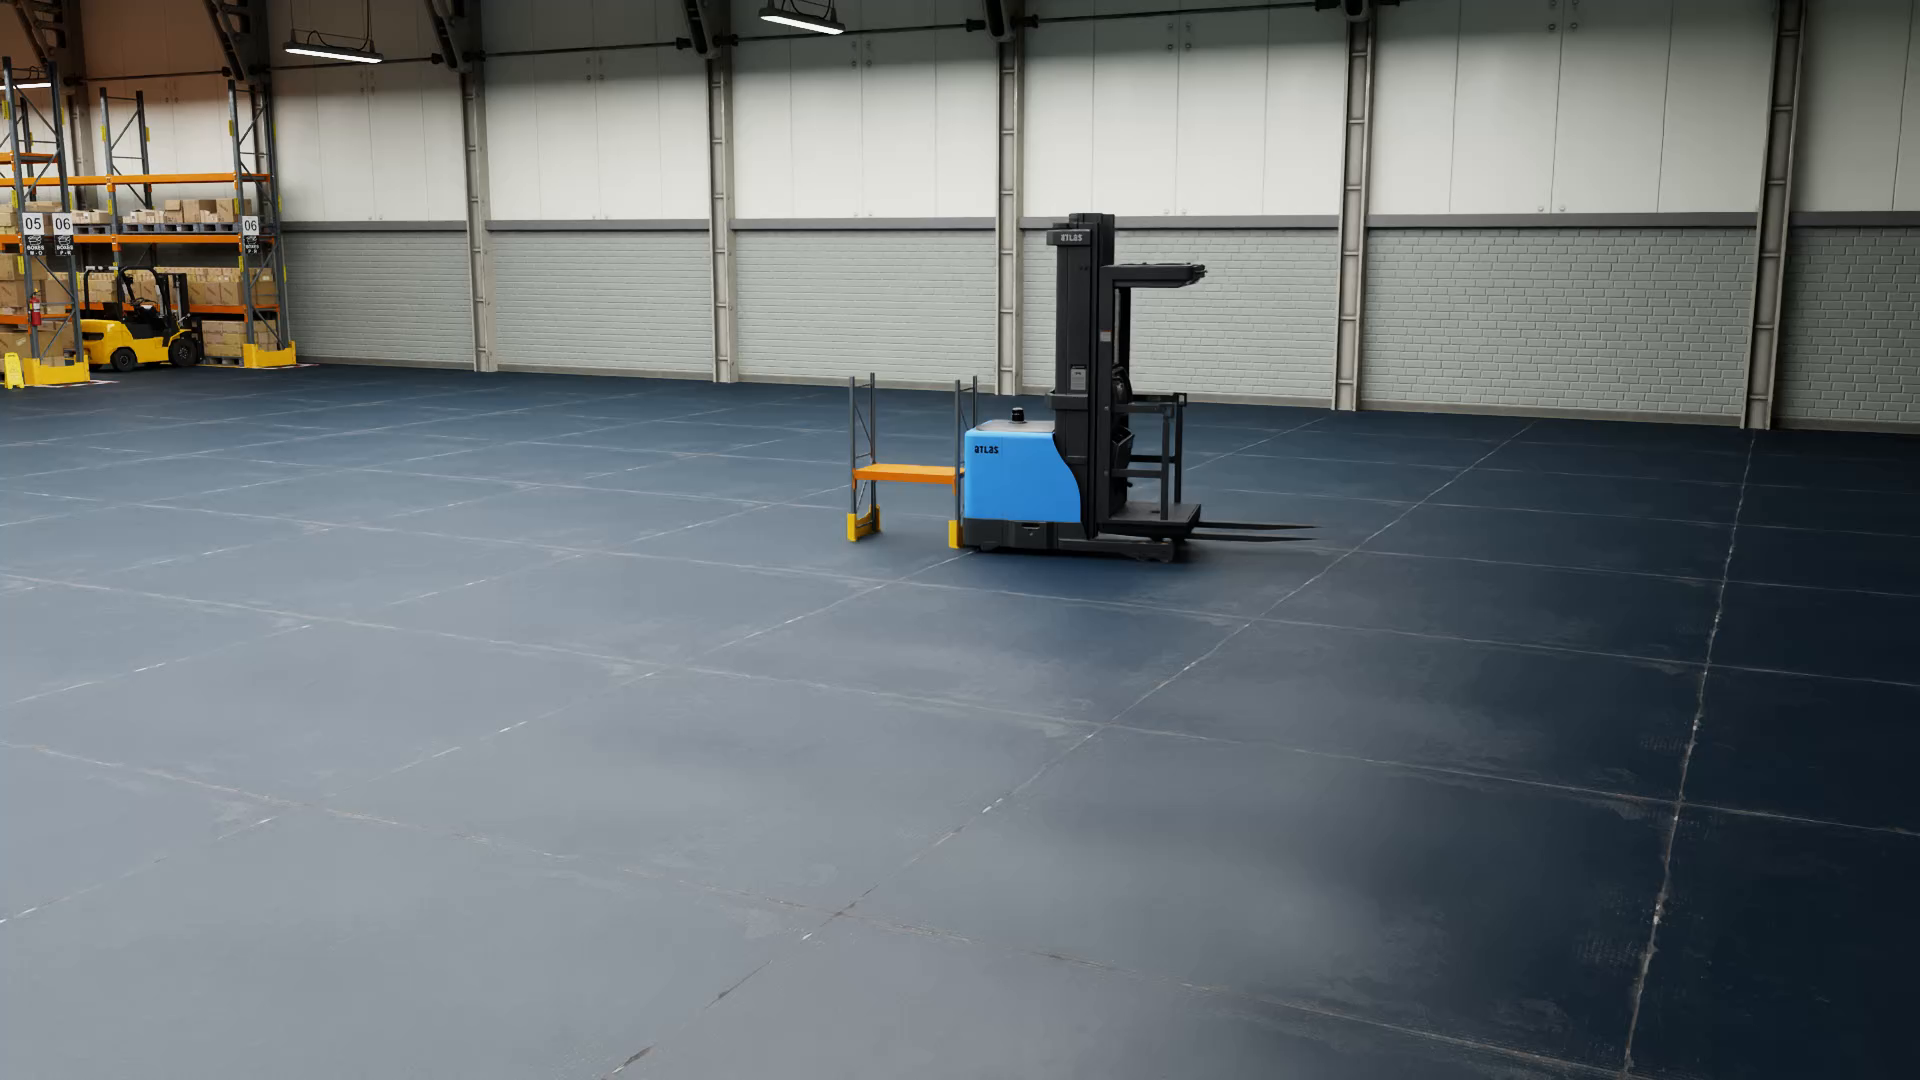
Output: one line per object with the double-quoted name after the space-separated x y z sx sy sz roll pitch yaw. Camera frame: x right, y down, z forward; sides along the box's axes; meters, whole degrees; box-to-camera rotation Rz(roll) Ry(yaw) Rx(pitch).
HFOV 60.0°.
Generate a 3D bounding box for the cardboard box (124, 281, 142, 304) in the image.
-18.357 -5.568 37.313 0.500 0.500 0.500 5 11 24 "cardboard box"

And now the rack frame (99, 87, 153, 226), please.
-18.640 -8.548 37.211 0.127 3.000 1.000 5 11 26 "rack frame"

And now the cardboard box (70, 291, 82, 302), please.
-20.092 -5.603 38.204 0.500 0.250 0.500 5 11 26 "cardboard box"

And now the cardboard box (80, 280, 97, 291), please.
-19.658 -5.805 37.920 0.500 0.250 0.500 5 11 24 "cardboard box"

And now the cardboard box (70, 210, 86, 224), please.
-20.085 -7.362 37.874 0.500 0.311 0.500 5 11 24 "cardboard box"

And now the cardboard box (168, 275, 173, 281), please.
-17.335 -5.791 36.725 0.250 0.149 0.380 5 11 24 "cardboard box"

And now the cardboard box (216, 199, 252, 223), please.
-15.557 -7.057 35.659 0.500 0.500 0.500 5 12 28 "cardboard box"

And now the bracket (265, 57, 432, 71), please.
-12.737 -9.909 34.624 4.783 0.066 0.076 5 11 26 "bracket"

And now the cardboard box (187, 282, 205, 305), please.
-16.531 -5.409 36.434 0.500 0.500 0.500 5 11 25 "cardboard box"

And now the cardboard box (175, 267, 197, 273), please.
-17.063 -5.932 36.668 0.250 0.149 0.380 5 11 26 "cardboard box"

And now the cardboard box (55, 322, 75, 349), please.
-20.480 -4.794 38.807 0.625 0.625 0.875 5 11 23 "cardboard box"

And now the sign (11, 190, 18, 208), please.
-17.509 -6.312 30.795 0.005 0.325 0.100 5 11 26 "sign"

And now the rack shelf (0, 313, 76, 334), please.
-19.039 -4.291 32.557 4.000 0.370 1.077 5 11 26 "rack shelf"

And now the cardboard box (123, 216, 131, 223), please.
-18.371 -7.120 36.991 0.250 0.149 0.380 5 12 27 "cardboard box"

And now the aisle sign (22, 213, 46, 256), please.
-17.318 -5.715 31.107 0.004 0.787 0.394 5 11 26 "aisle sign"

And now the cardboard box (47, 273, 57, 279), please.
-20.909 -6.107 38.469 0.250 0.149 0.380 5 12 27 "cardboard box"

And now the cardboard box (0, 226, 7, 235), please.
-17.927 -5.838 31.365 0.250 0.149 0.380 5 11 26 "cardboard box"

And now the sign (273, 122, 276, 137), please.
-14.801 -8.858 35.859 0.005 0.325 0.100 5 11 26 "sign"

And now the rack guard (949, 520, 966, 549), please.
0.041 -0.097 15.086 0.087 0.250 0.587 4 11 20 "rack guard"

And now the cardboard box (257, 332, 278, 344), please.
-15.382 -4.450 36.554 0.500 0.250 0.500 5 12 27 "cardboard box"

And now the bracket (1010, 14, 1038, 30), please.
1.079 -8.695 27.916 0.430 0.232 0.235 5 11 26 "bracket"

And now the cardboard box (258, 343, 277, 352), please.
-15.406 -4.204 36.597 0.500 0.250 0.500 5 11 26 "cardboard box"

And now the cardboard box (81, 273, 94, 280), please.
-19.774 -6.000 37.878 0.250 0.149 0.380 5 11 24 "cardboard box"

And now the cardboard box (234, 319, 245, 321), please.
-15.849 -4.733 36.713 0.500 0.250 0.500 5 11 26 "cardboard box"

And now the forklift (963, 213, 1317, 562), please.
1.601 -1.356 14.510 3.031 2.935 1.130 3 11 14 "forklift"

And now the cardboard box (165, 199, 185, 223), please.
-16.939 -7.208 36.481 0.637 0.503 0.797 5 12 28 "cardboard box"

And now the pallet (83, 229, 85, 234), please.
-20.574 -7.167 38.535 1.213 0.211 1.003 6 12 28 "pallet"

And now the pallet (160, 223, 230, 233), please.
-16.773 -6.869 36.605 1.213 0.211 1.003 5 11 26 "pallet"

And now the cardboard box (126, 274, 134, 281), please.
-18.470 -5.897 37.308 0.250 0.149 0.380 5 11 25 "cardboard box"

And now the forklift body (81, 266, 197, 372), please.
-17.560 -4.721 35.295 1.214 2.155 2.313 5 11 26 "forklift body"

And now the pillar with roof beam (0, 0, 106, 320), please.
-22.564 -8.217 35.381 0.548 9.000 9.100 5 11 26 "pillar with roof beam"

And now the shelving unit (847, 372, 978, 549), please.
-0.425 -0.744 15.148 1.083 1.500 0.587 4 11 20 "shelving unit"

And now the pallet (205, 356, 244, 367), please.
-15.757 -3.962 36.548 1.213 0.211 1.003 5 11 26 "pallet"

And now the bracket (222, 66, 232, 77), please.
-15.807 -10.179 36.115 0.430 0.232 0.235 5 11 26 "bracket"

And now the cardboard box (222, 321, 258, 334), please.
-15.603 -4.613 36.047 0.500 0.250 0.500 5 12 28 "cardboard box"

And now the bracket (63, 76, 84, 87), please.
-20.444 -10.586 38.366 0.430 0.232 0.235 5 11 26 "bracket"

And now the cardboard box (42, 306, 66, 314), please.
-17.458 -4.424 31.975 0.250 0.149 0.380 5 11 26 "cardboard box"

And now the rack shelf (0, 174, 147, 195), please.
-20.433 -8.154 38.181 4.000 0.370 1.077 5 11 26 "rack shelf"

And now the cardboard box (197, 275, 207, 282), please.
-16.413 -5.712 36.285 0.250 0.149 0.380 5 11 24 "cardboard box"

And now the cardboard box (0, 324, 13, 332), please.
-18.438 -4.069 31.924 0.250 0.149 0.380 5 12 27 "cardboard box"

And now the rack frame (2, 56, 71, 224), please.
-17.245 -7.439 31.087 0.127 3.000 1.000 5 11 26 "rack frame"

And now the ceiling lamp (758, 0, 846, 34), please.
-2.111 -9.203 24.444 0.800 3.185 2.000 5 11 26 "ceiling lamp"

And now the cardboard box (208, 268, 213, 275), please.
-16.139 -5.852 36.224 0.250 0.149 0.380 5 11 26 "cardboard box"

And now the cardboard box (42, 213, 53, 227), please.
-17.578 -6.118 31.795 0.500 0.250 0.500 5 11 25 "cardboard box"

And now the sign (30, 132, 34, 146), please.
-21.984 -9.489 39.346 0.005 0.325 0.100 5 11 26 "sign"

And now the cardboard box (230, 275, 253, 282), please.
-15.487 -5.631 35.841 0.250 0.149 0.380 5 11 27 "cardboard box"

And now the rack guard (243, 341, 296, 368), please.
-15.031 -4.049 36.216 0.348 0.500 1.175 5 11 26 "rack guard"

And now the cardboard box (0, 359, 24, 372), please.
-18.111 -3.364 31.954 0.500 0.250 0.500 5 11 26 "cardboard box"

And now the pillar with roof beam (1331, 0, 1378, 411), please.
4.340 -5.853 22.319 0.548 9.000 9.100 5 11 26 "pillar with roof beam"

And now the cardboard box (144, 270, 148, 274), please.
-17.978 -6.013 37.114 0.250 0.149 0.380 5 11 25 "cardboard box"

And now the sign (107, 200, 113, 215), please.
-18.871 -7.393 36.921 0.005 0.325 0.100 5 11 26 "sign"
